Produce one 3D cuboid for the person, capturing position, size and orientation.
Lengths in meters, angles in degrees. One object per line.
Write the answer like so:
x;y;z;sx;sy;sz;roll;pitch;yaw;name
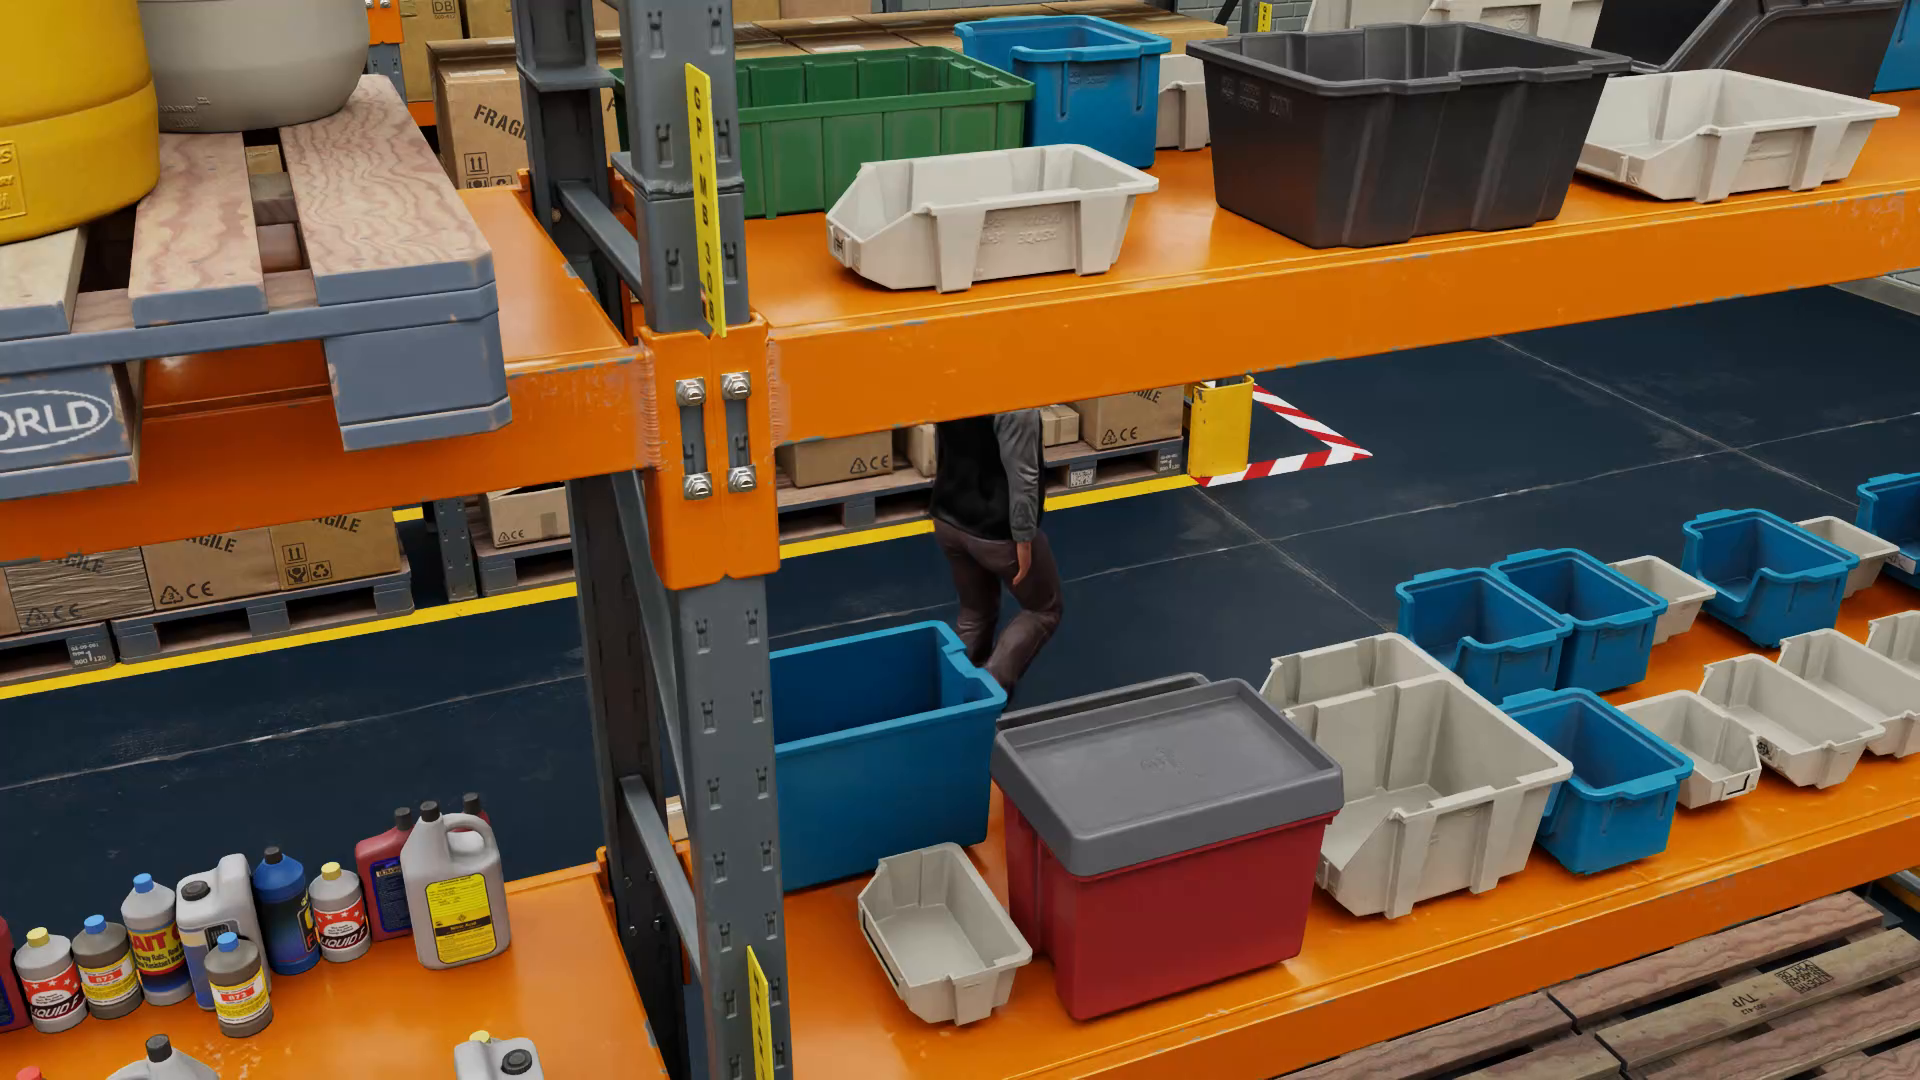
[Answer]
0.109;-0.047;6.183;0.546;1.719;0.473;23;34;39;person
